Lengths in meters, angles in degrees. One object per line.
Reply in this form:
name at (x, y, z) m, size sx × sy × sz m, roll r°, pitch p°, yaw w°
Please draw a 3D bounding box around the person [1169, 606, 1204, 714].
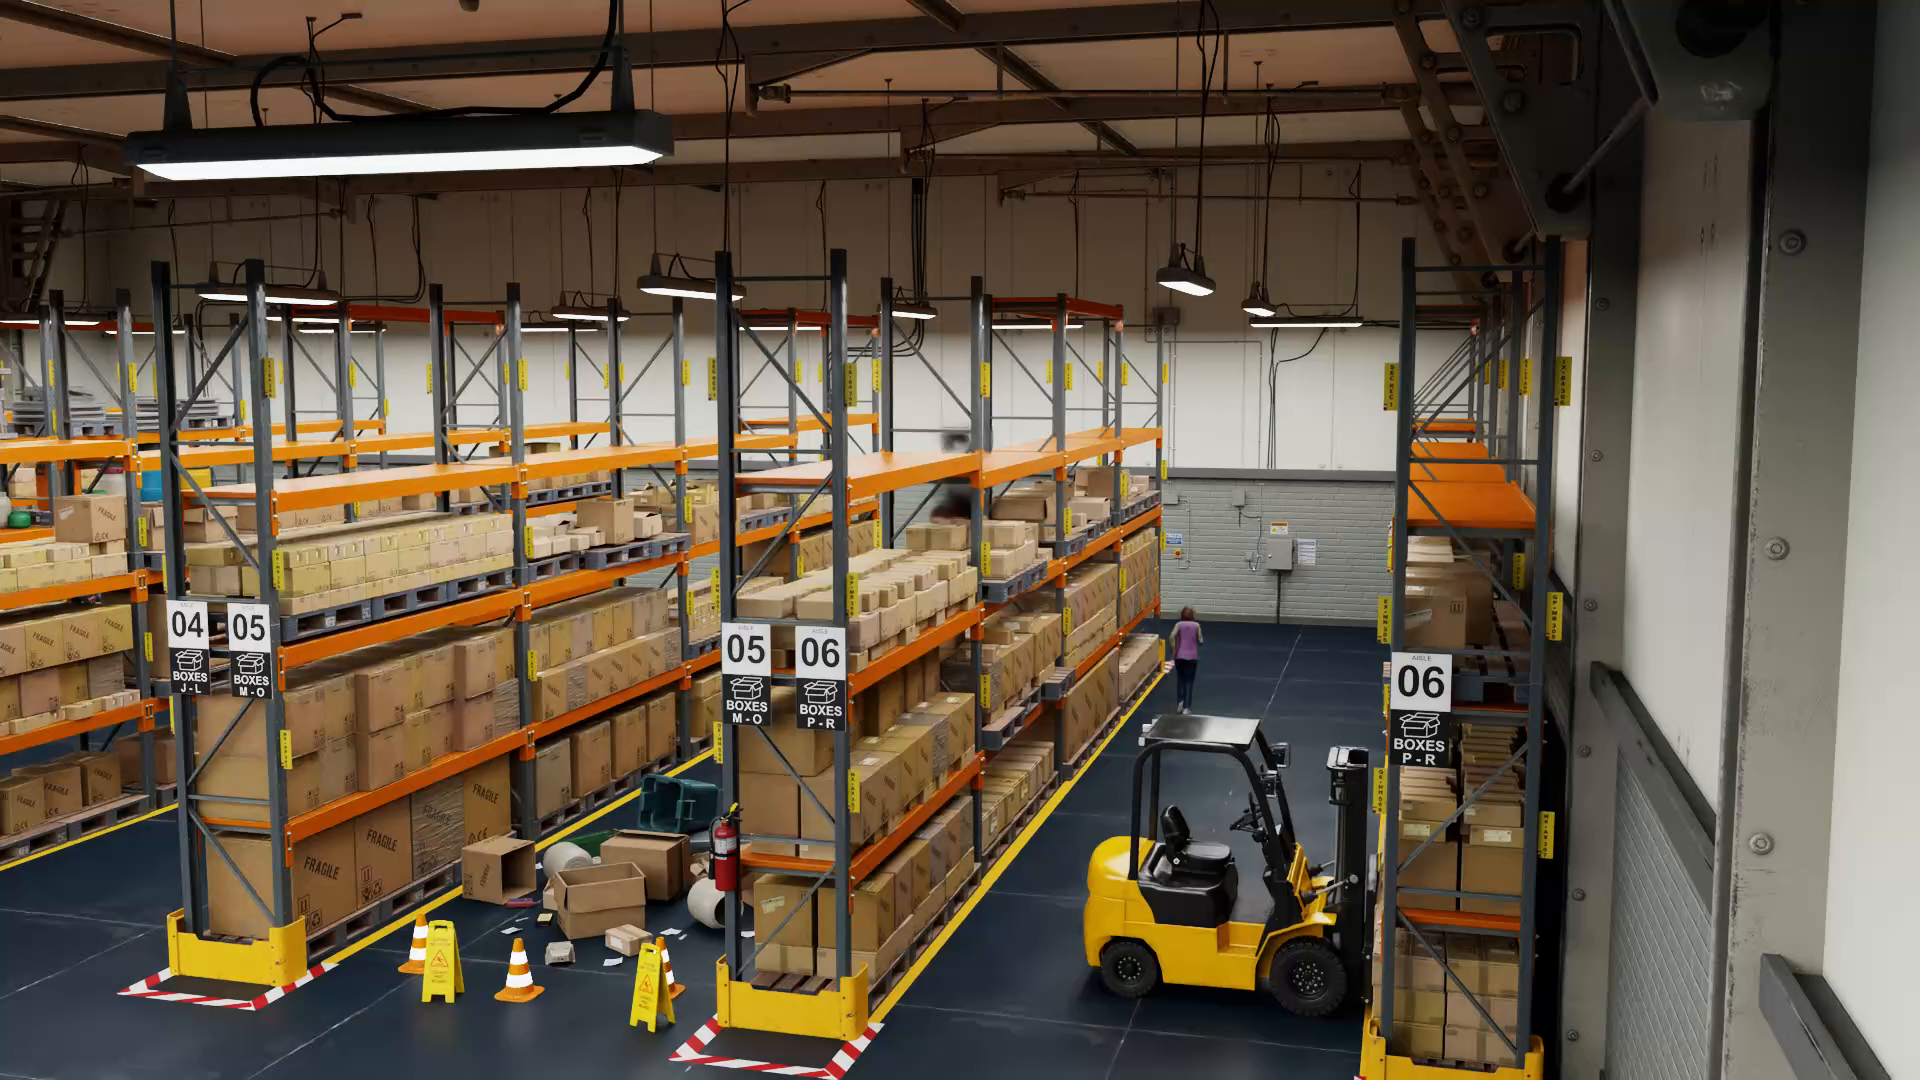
person at (3.338, 1.787, 24.496) m, size 0.482 × 1.626 × 0.747 m, roll 2°, pitch 6°, yaw 15°
